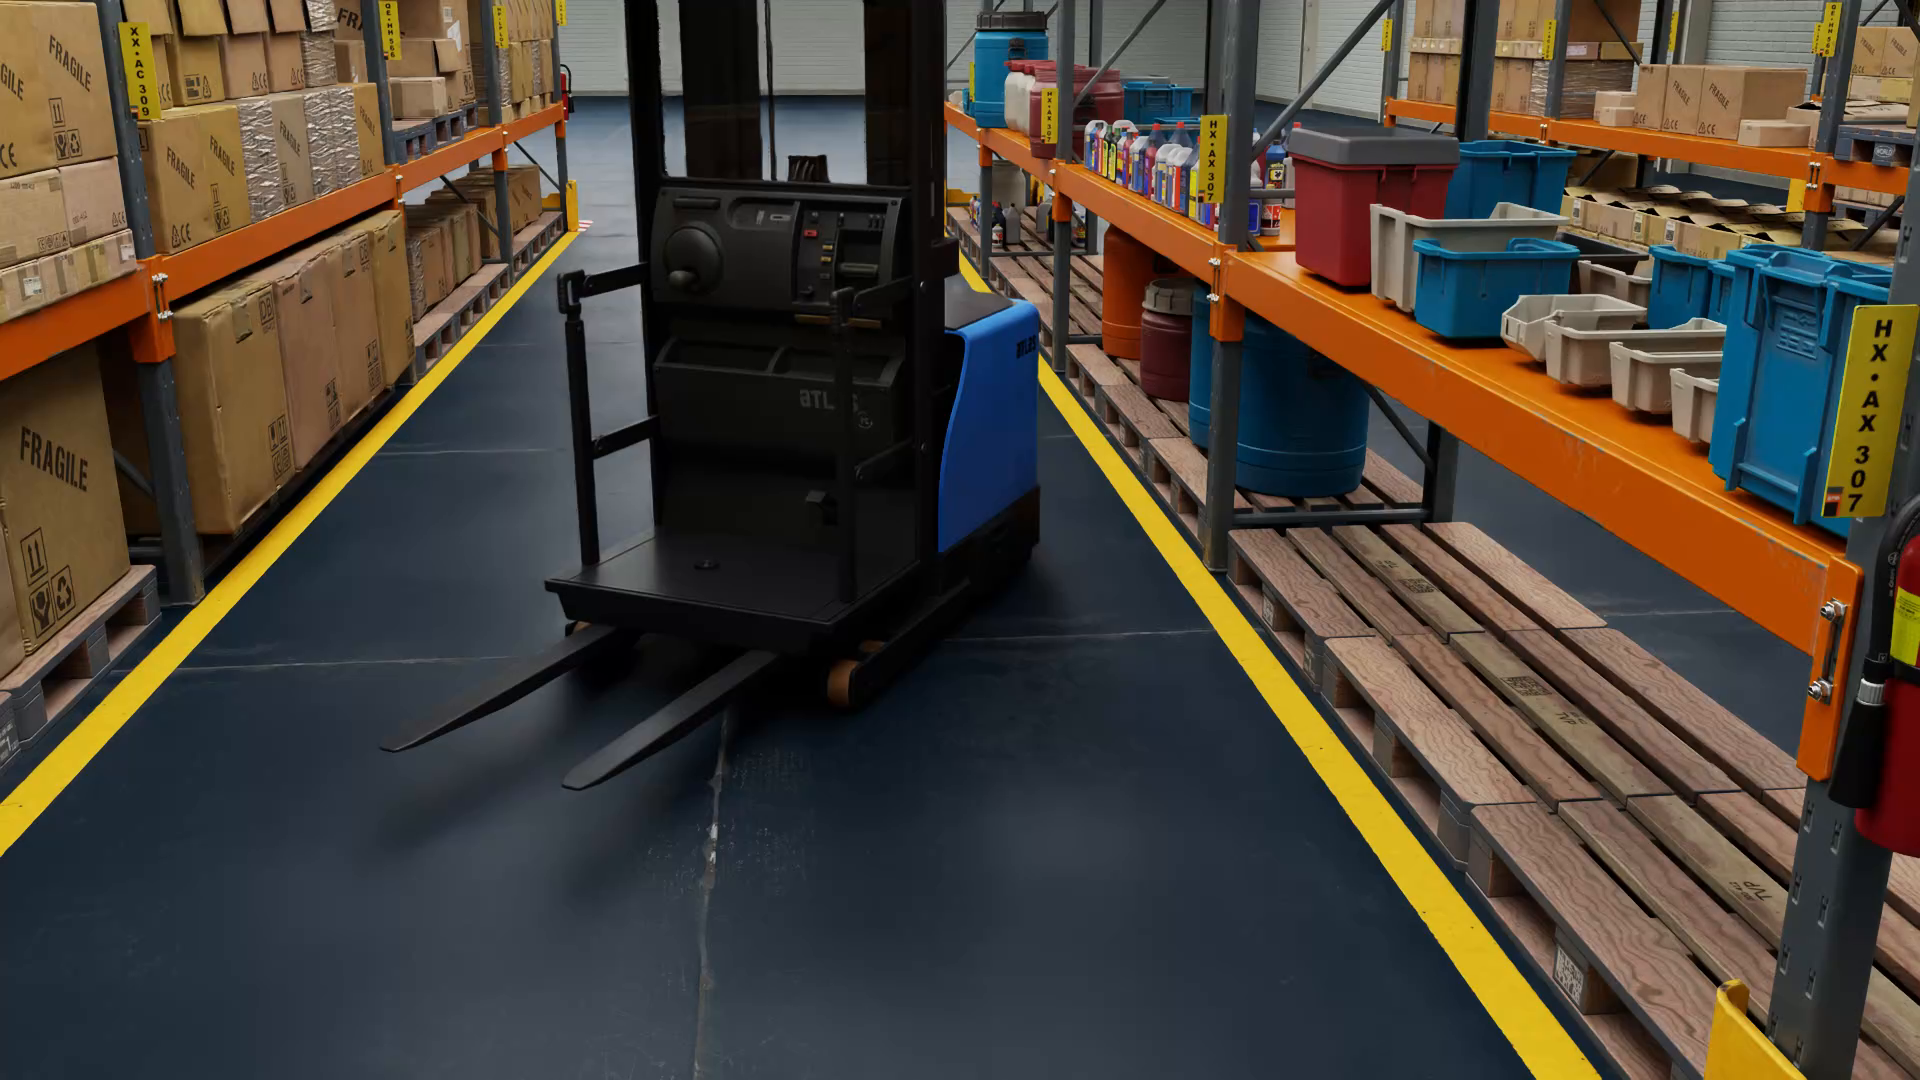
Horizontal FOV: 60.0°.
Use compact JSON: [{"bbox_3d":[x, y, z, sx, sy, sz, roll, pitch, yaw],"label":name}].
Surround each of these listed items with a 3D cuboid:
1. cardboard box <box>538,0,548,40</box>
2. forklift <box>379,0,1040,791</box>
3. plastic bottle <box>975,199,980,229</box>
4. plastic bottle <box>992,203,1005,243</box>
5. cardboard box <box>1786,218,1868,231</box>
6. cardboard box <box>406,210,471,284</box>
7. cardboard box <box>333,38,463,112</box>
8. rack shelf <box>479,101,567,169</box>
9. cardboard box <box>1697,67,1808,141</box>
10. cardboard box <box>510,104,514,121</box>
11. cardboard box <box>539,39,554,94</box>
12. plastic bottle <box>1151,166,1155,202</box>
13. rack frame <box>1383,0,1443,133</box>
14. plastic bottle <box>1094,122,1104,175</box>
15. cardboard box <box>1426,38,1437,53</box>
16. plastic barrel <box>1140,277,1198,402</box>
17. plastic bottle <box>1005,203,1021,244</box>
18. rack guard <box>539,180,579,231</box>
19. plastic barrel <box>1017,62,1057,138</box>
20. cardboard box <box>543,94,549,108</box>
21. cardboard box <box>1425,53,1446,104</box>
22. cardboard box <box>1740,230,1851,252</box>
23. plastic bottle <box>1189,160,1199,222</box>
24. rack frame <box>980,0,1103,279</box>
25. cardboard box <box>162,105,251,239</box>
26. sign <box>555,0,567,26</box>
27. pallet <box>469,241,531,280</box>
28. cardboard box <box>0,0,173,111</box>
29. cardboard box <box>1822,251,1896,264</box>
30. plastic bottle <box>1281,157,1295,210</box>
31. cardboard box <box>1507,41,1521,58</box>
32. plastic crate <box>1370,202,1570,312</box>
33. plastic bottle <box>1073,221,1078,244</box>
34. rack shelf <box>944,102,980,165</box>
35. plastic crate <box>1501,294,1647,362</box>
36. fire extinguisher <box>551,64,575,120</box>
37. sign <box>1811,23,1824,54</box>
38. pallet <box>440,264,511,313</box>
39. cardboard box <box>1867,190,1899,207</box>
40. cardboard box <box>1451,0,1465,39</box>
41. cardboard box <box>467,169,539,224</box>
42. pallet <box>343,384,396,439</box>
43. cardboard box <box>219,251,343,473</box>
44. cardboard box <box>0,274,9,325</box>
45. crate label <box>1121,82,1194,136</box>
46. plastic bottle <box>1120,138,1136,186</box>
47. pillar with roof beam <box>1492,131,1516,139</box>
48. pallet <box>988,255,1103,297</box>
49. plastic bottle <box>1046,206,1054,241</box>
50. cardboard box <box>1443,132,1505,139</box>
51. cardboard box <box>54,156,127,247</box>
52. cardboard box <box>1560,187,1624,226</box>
[{"bbox_3d":[-4.301,-5.111,16.115,0.500,0.500,0.500,-2,18,-6],"label":"cardboard box"},{"bbox_3d":[-0.712,-0.990,5.436,1.130,2.935,3.031,7,19,22],"label":"forklift"},{"bbox_3d":[0.189,-3.129,15.955,0.097,0.271,0.097,0,17,0],"label":"plastic bottle"},{"bbox_3d":[0.325,-2.839,14.901,0.144,0.351,0.185,-2,18,-7],"label":"plastic bottle"},{"bbox_3d":[6.194,-2.148,11.964,0.500,0.311,0.500,-2,18,-7],"label":"cardboard box"},{"bbox_3d":[-4.176,-2.248,12.770,0.700,0.500,0.500,-2,18,-6],"label":"cardboard box"},{"bbox_3d":[-3.977,-3.293,11.786,0.797,0.503,0.637,0,17,0],"label":"cardboard box"},{"bbox_3d":[-4.454,-3.810,15.506,1.077,0.370,4.000,-2,18,-6],"label":"rack shelf"},{"bbox_3d":[5.829,-3.218,12.251,0.500,0.500,0.500,-3,18,-9],"label":"cardboard box"},{"bbox_3d":[-4.037,-3.659,14.245,0.380,0.149,0.250,-2,18,-6],"label":"cardboard box"},{"bbox_3d":[-4.460,-4.629,16.249,0.875,0.500,0.500,-2,18,-6],"label":"cardboard box"},{"bbox_3d":[0.975,-1.742,8.048,0.097,0.201,0.097,0,17,0],"label":"plastic bottle"},{"bbox_3d":[5.193,-5.054,18.268,1.000,3.000,0.127,-2,18,-6],"label":"rack frame"},{"bbox_3d":[0.803,-2.225,9.450,0.061,0.283,0.133,-2,18,-6],"label":"plastic bottle"},{"bbox_3d":[5.074,-5.135,17.275,0.380,0.149,0.250,-2,18,-5],"label":"cardboard box"},{"bbox_3d":[1.275,-1.087,8.956,0.600,0.588,0.708,-2,18,-6],"label":"plastic barrel"},{"bbox_3d":[0.469,-2.844,14.916,0.144,0.351,0.185,-2,18,-6],"label":"plastic bottle"},{"bbox_3d":[-4.653,-3.534,17.599,1.175,0.500,0.348,-2,18,-6],"label":"rack guard"},{"bbox_3d":[0.635,-3.265,12.342,0.433,0.535,0.433,0,17,0],"label":"plastic barrel"},{"bbox_3d":[-4.324,-4.403,16.614,0.380,0.149,0.250,-2,18,-6],"label":"cardboard box"},{"bbox_3d":[5.288,-4.806,17.310,0.700,0.500,0.500,-1,17,-4],"label":"cardboard box"},{"bbox_3d":[5.719,-1.975,11.413,0.500,0.311,0.500,-1,17,-4],"label":"cardboard box"},{"bbox_3d":[1.083,-1.567,7.243,0.144,0.351,0.185,-2,18,-6],"label":"plastic bottle"},{"bbox_3d":[0.679,-3.710,13.988,1.000,3.000,0.127,-2,18,-6],"label":"rack frame"},{"bbox_3d":[-3.274,-1.516,6.832,0.500,0.500,0.500,-2,18,-6],"label":"cardboard box"},{"bbox_3d":[-4.106,-5.463,17.111,0.100,0.325,0.005,-2,18,-6],"label":"sign"},{"bbox_3d":[-4.352,-2.426,14.552,1.003,0.211,1.213,-2,18,-6],"label":"pallet"},{"bbox_3d":[-3.497,-1.890,6.348,0.797,0.503,0.637,-2,18,-7],"label":"cardboard box"},{"bbox_3d":[5.781,-1.543,10.524,0.500,0.500,0.500,-1,17,-3],"label":"cardboard box"},{"bbox_3d":[1.588,-1.689,7.755,0.152,0.276,0.135,-2,18,-6],"label":"plastic bottle"},{"bbox_3d":[5.284,-4.524,15.329,0.380,0.149,0.250,-2,18,-6],"label":"cardboard box"},{"bbox_3d":[1.478,-0.838,4.937,0.437,0.282,0.530,-2,18,-6],"label":"plastic crate"},{"bbox_3d":[1.061,-2.754,14.880,0.097,0.201,0.097,0,17,0],"label":"plastic bottle"},{"bbox_3d":[0.472,-3.963,15.994,1.077,0.370,4.000,-2,18,-6],"label":"rack shelf"},{"bbox_3d":[1.534,-0.532,4.204,0.298,0.136,0.250,-2,18,-6],"label":"plastic crate"},{"bbox_3d":[-4.214,-4.761,17.462,0.296,0.674,0.183,-2,18,-6],"label":"fire extinguisher"},{"bbox_3d":[9.580,-5.604,18.575,0.100,0.325,0.005,-2,18,-6],"label":"sign"},{"bbox_3d":[-4.166,-1.995,13.179,1.003,0.211,1.213,-2,18,-6],"label":"pallet"},{"bbox_3d":[10.161,-3.756,17.889,0.500,0.311,0.500,0,17,-1],"label":"cardboard box"},{"bbox_3d":[5.347,-5.259,16.587,0.700,0.500,0.500,-2,18,-5],"label":"cardboard box"},{"bbox_3d":[-4.517,-3.393,16.450,0.500,0.500,0.500,3,18,9],"label":"cardboard box"},{"bbox_3d":[-3.829,-0.798,9.366,1.003,0.211,1.213,-2,18,-6],"label":"pallet"},{"bbox_3d":[-3.602,-0.817,7.617,1.225,0.875,0.875,-2,18,-8],"label":"cardboard box"},{"bbox_3d":[-2.959,-0.667,4.712,0.380,0.149,0.250,-1,17,-5],"label":"cardboard box"},{"bbox_3d":[1.258,-2.840,11.156,0.502,0.435,0.616,-2,18,-6],"label":"crate label"},{"bbox_3d":[0.894,-2.008,8.779,0.097,0.271,0.097,0,17,0],"label":"plastic bottle"},{"bbox_3d":[5.533,-11.331,28.245,9.100,9.000,0.400,-2,18,-6],"label":"pillar with roof beam"},{"bbox_3d":[0.798,-2.147,13.664,1.003,0.211,1.213,-2,18,-6],"label":"pallet"},{"bbox_3d":[0.865,-2.905,15.111,0.144,0.351,0.185,-2,18,-6],"label":"plastic bottle"},{"bbox_3d":[5.545,-4.150,18.025,0.500,0.500,0.500,-2,18,-6],"label":"cardboard box"},{"bbox_3d":[-3.116,-1.121,5.493,0.500,0.250,0.500,-2,18,-7],"label":"cardboard box"},{"bbox_3d":[5.401,-2.888,14.320,0.500,0.311,0.500,-2,18,-5],"label":"cardboard box"}]
